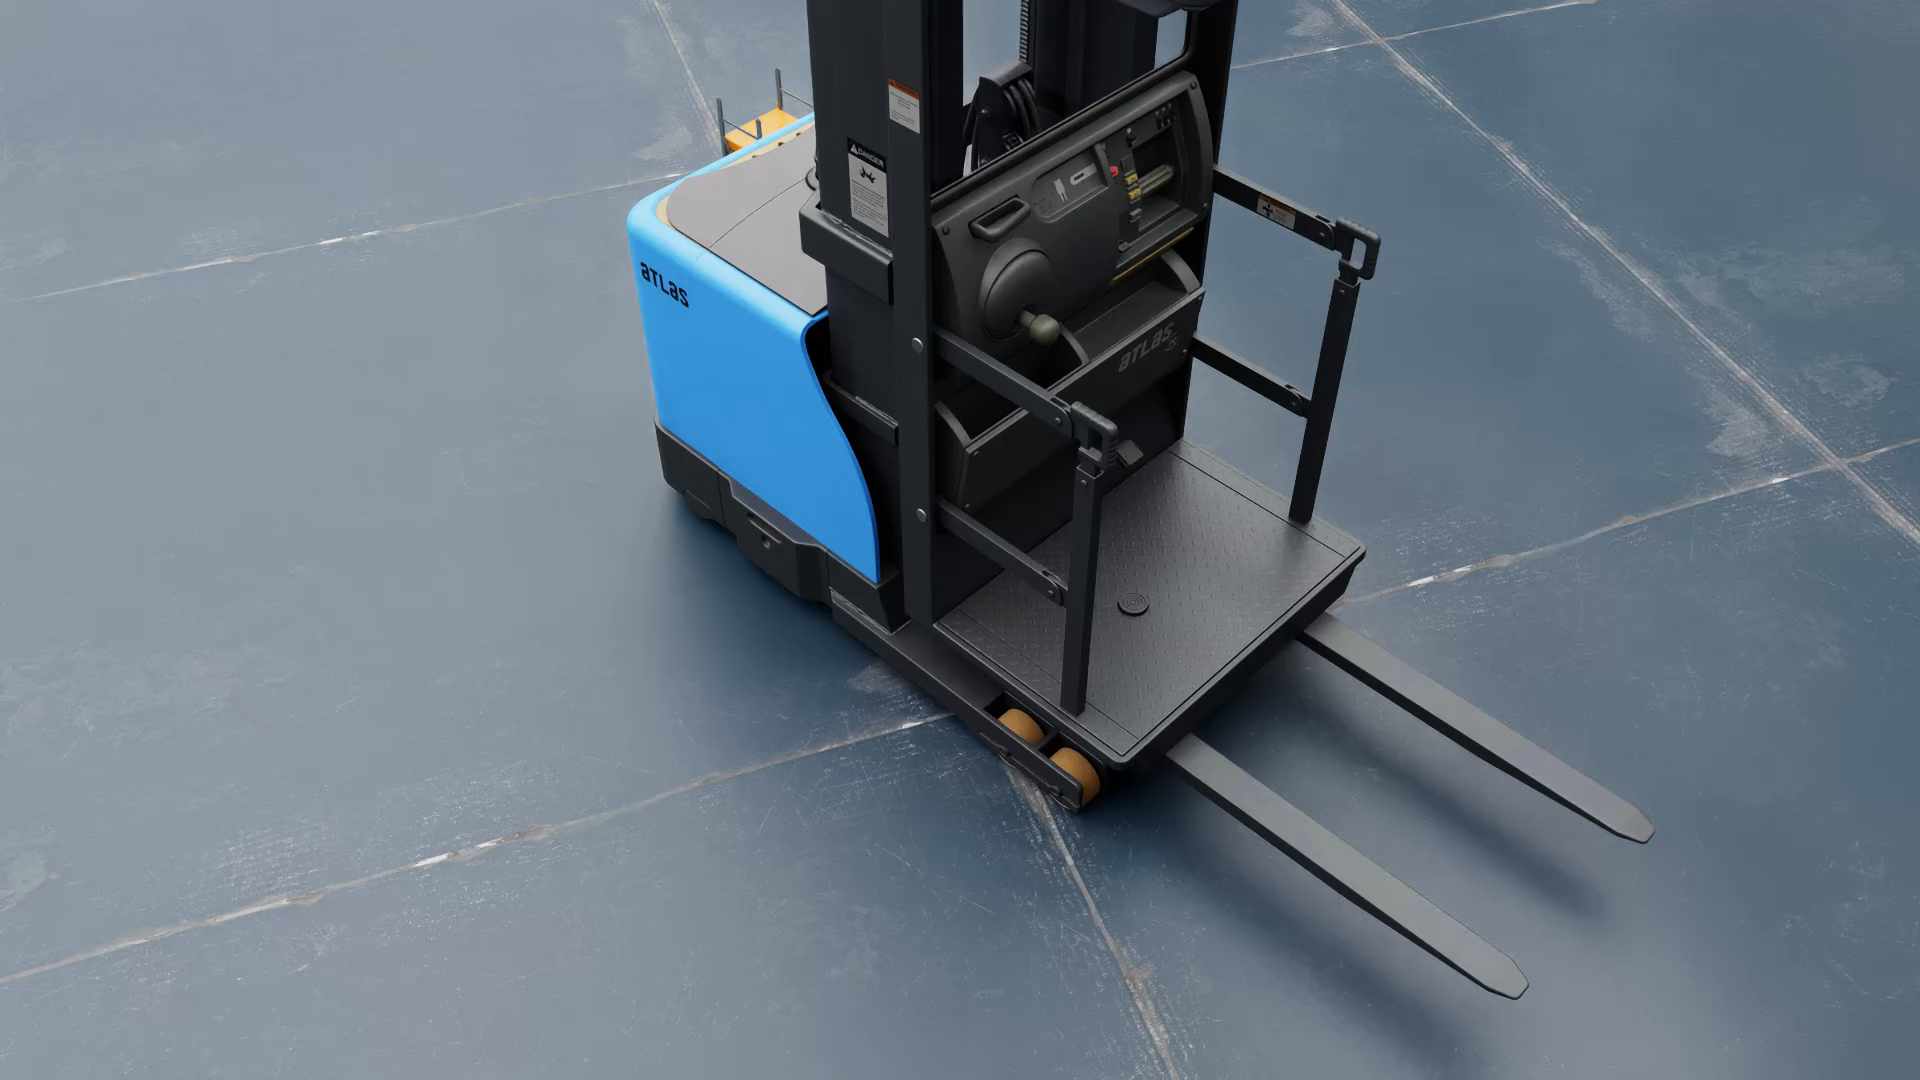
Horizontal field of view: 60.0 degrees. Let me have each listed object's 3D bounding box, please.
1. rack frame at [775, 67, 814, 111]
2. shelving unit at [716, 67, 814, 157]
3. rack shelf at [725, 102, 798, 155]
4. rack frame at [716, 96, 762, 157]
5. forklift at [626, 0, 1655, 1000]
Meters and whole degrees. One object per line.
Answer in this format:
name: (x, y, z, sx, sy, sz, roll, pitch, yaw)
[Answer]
rack frame: (-0.511, -1.074, 5.579, 0.200, 1.050, 0.008, 34, 54, 29)
shelving unit: (-0.594, -1.011, 5.516, 0.215, 1.050, 0.252, 34, 54, 29)
rack shelf: (-0.594, -1.204, 5.323, 0.215, 0.259, 0.240, 34, 54, 29)
rack frame: (-0.678, -0.948, 5.453, 0.200, 1.050, 0.008, 34, 54, 29)
forklift: (0.446, -0.725, 3.903, 3.031, 2.935, 1.130, 35, 55, 30)
